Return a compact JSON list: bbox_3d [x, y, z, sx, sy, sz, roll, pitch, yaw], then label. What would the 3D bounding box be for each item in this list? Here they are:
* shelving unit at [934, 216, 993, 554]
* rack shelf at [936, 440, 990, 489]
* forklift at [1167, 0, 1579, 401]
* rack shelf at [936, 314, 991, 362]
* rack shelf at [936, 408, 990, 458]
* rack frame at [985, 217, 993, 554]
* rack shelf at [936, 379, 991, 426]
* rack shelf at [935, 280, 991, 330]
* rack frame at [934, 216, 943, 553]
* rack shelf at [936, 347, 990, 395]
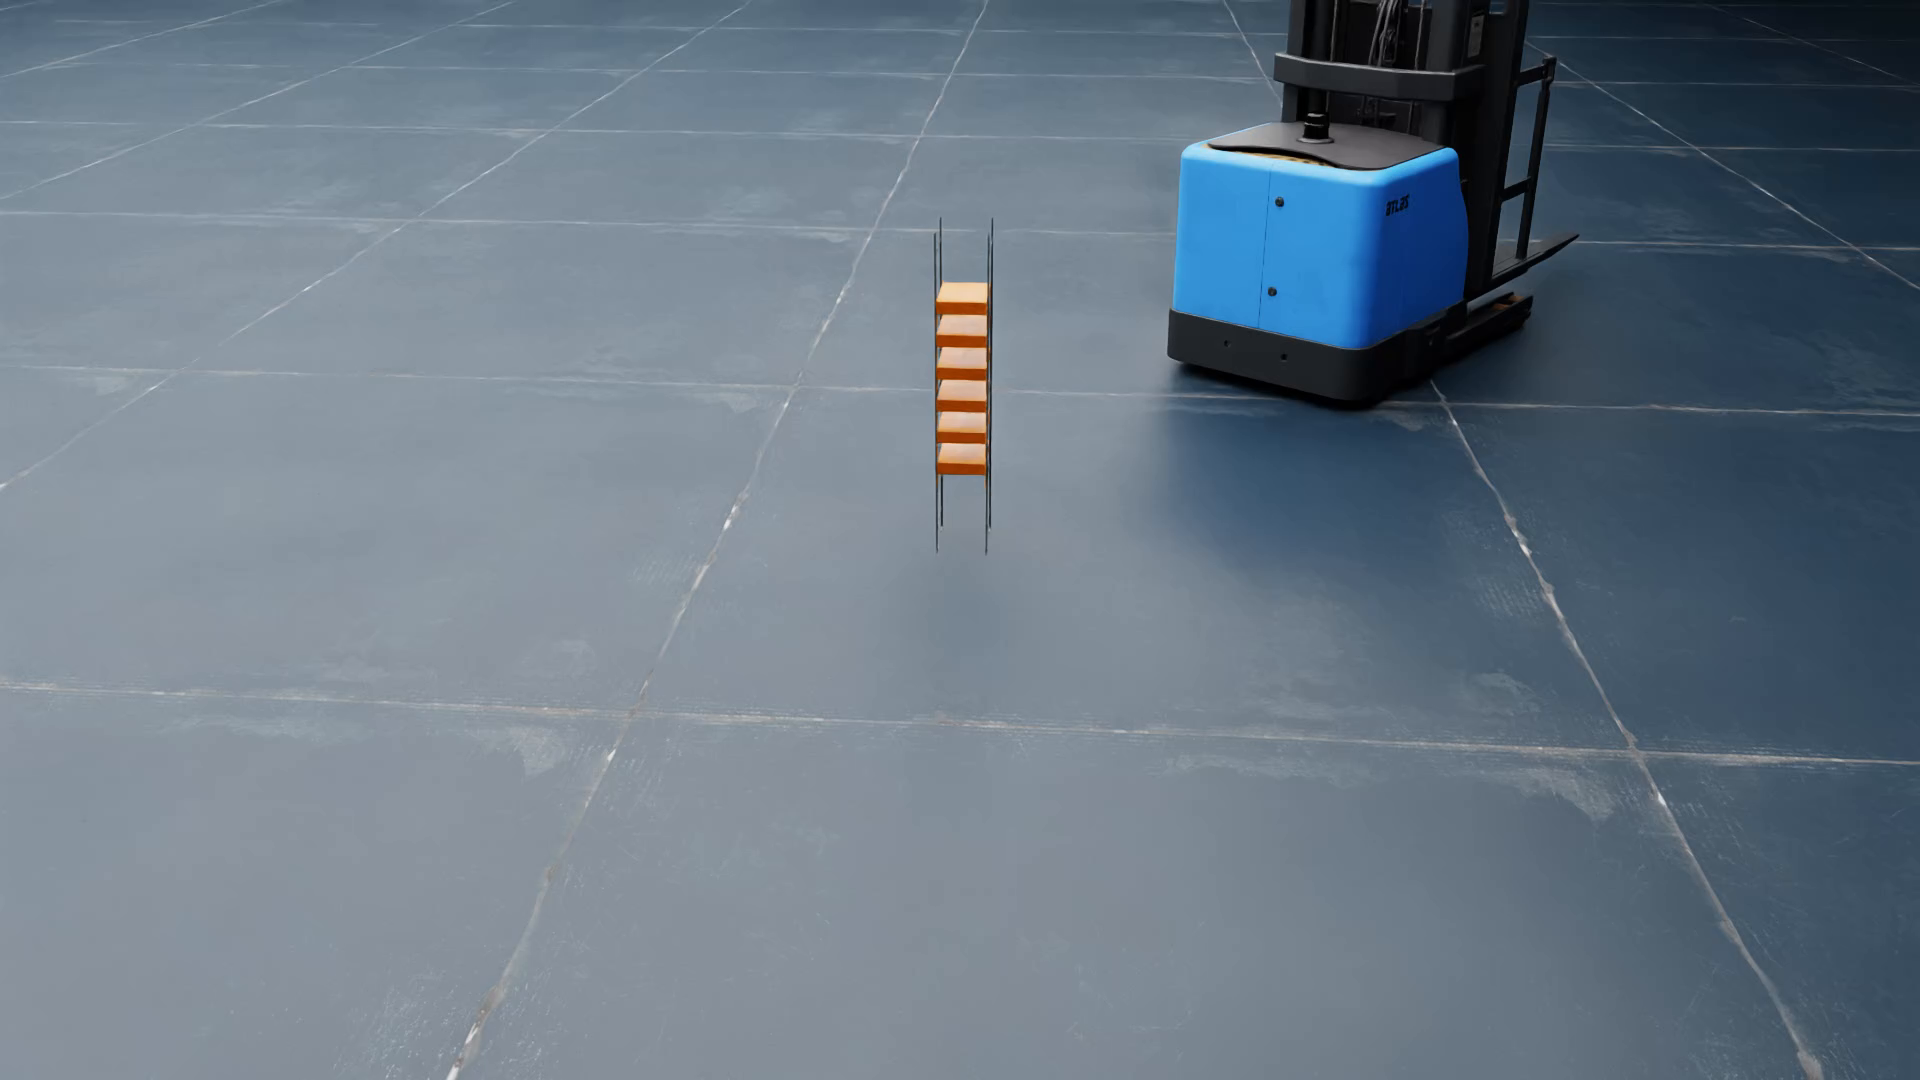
[{"bbox_3d":[0.014,-0.545,5.998,0.189,1.200,0.258,2,25,4],"label":"shelving unit"},{"bbox_3d":[0.014,-0.286,6.117,0.180,0.103,0.258,2,25,4],"label":"rack shelf"},{"bbox_3d":[2.328,-2.496,8.168,1.130,2.935,3.031,19,31,36],"label":"forklift"},{"bbox_3d":[0.014,-0.722,5.916,0.180,0.103,0.258,2,25,4],"label":"rack shelf"},{"bbox_3d":[0.014,-0.395,6.067,0.180,0.103,0.258,2,25,4],"label":"rack shelf"},{"bbox_3d":[0.106,-0.542,5.992,0.006,1.200,0.240,2,25,4],"label":"rack frame"},{"bbox_3d":[0.014,-0.504,6.017,0.180,0.103,0.258,2,25,4],"label":"rack shelf"},{"bbox_3d":[0.014,-0.831,5.866,0.180,0.103,0.258,2,25,4],"label":"rack shelf"},{"bbox_3d":[-0.077,-0.548,6.005,0.006,1.200,0.240,2,25,4],"label":"rack frame"},{"bbox_3d":[0.014,-0.613,5.967,0.180,0.103,0.258,2,25,4],"label":"rack shelf"}]
